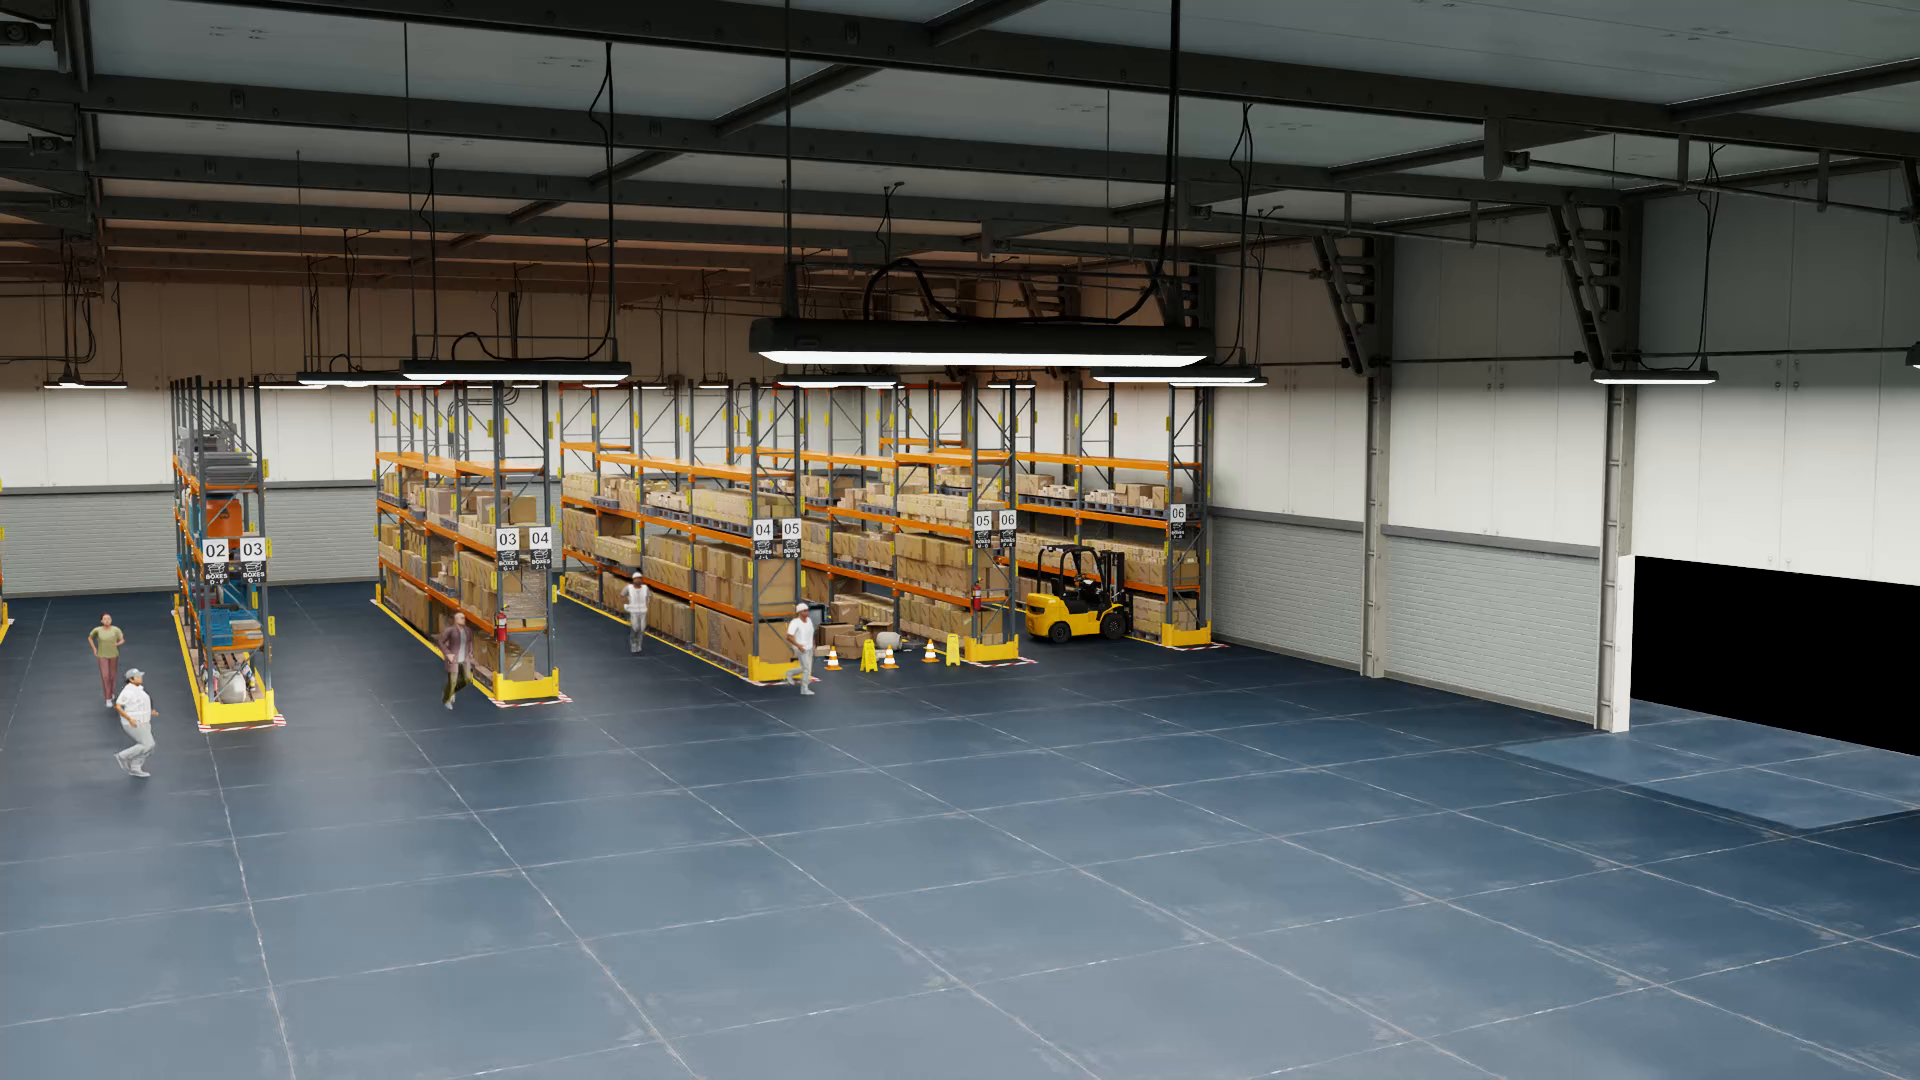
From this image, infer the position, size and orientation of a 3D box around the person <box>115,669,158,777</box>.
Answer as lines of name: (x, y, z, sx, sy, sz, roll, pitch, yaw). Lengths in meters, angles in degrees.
person: (-12.252, 2.723, 24.761, 0.549, 1.627, 0.607, -1, 5, -7)

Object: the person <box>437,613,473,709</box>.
person: (-9.127, 2.189, 30.272, 0.561, 1.730, 0.763, 5, 7, 42)

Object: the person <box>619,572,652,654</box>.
person: (-7.050, 1.606, 36.410, 0.660, 1.789, 0.652, -3, 6, -27)

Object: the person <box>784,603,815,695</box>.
person: (-3.050, 2.054, 31.524, 0.706, 1.741, 0.701, 3, 6, 31)

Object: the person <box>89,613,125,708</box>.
person: (-15.634, 2.174, 30.517, 0.572, 1.699, 0.798, -4, 6, -35)
